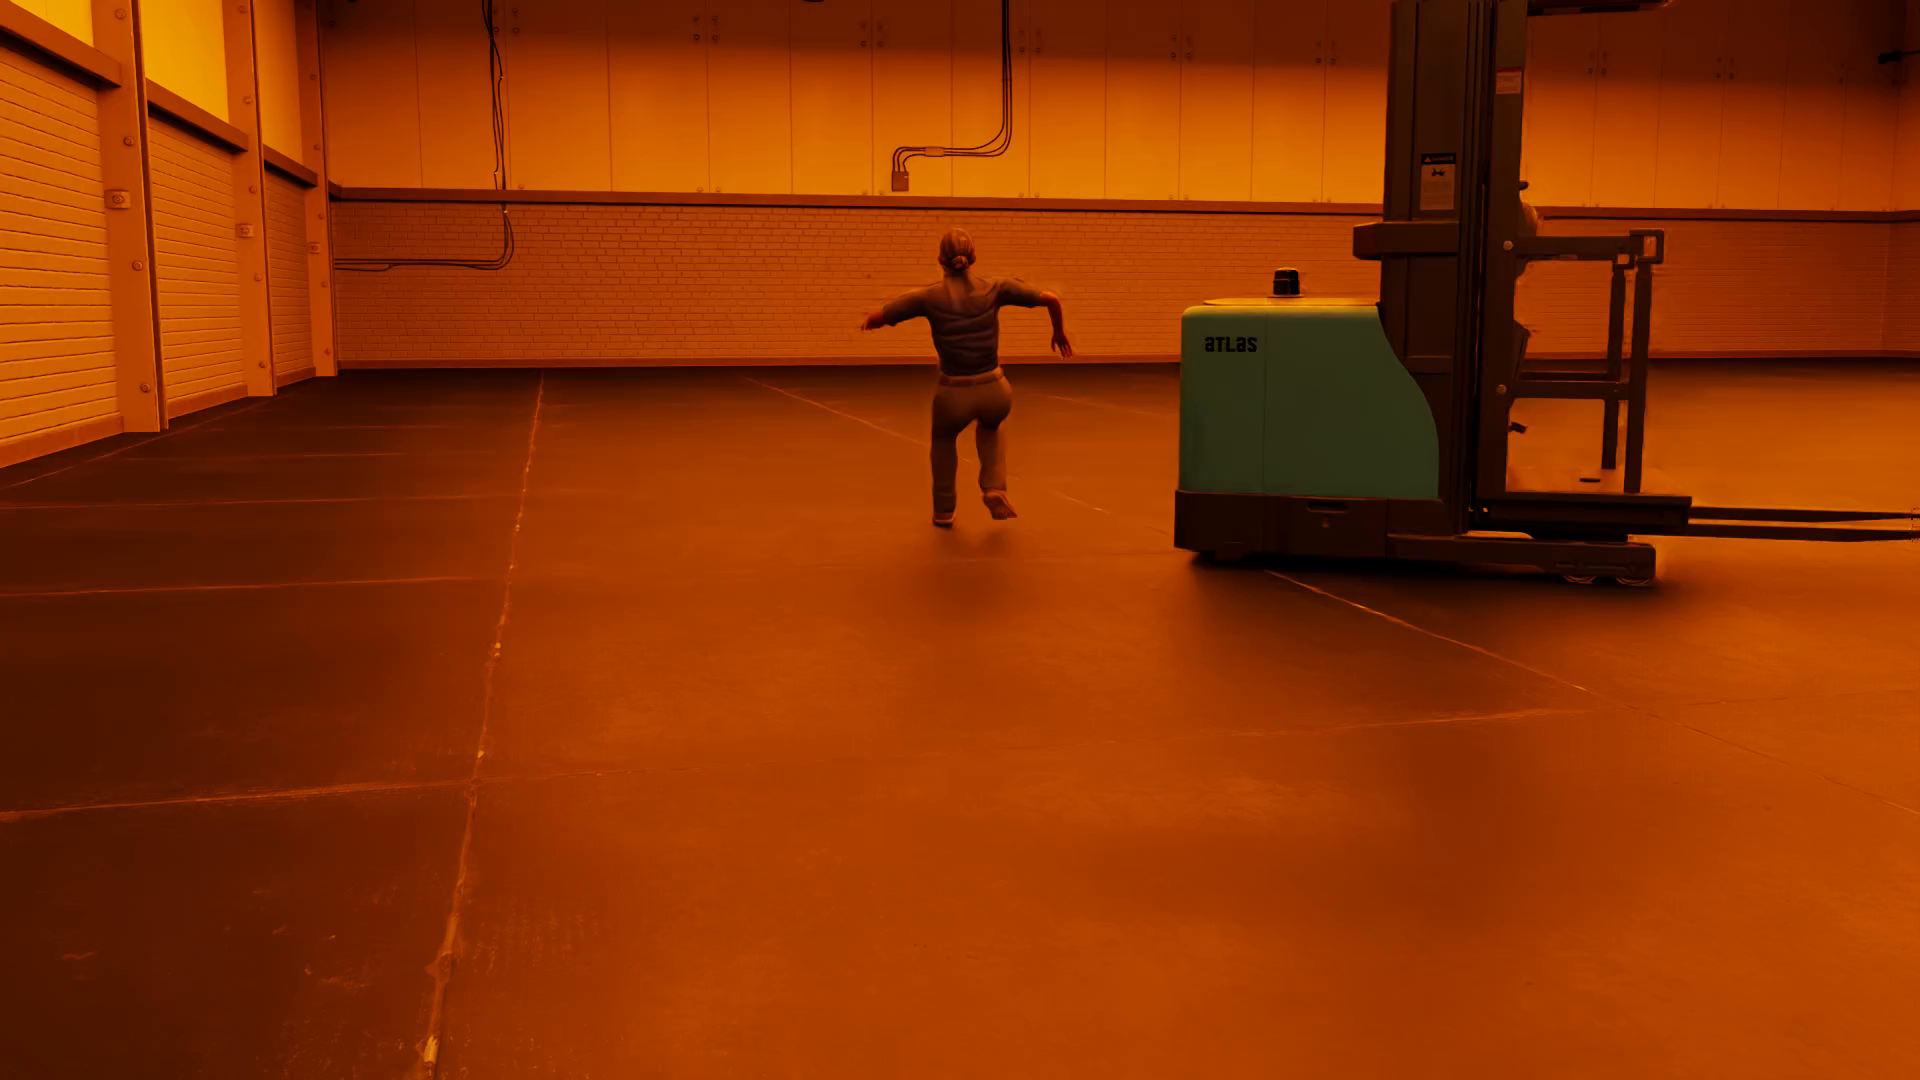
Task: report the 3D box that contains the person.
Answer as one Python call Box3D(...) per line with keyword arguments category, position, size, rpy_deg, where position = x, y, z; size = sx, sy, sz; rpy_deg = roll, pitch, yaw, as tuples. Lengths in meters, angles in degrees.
Box3D(category="person", position=(0.039, -0.765, 7.998), size=(0.984, 1.420, 0.804), rpy_deg=(-1, 8, -9))

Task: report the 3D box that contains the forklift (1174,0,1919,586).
Box3D(category="forklift", position=(2.477, -1.354, 6.808), size=(3.031, 2.935, 1.130), rpy_deg=(2, 8, 16))
